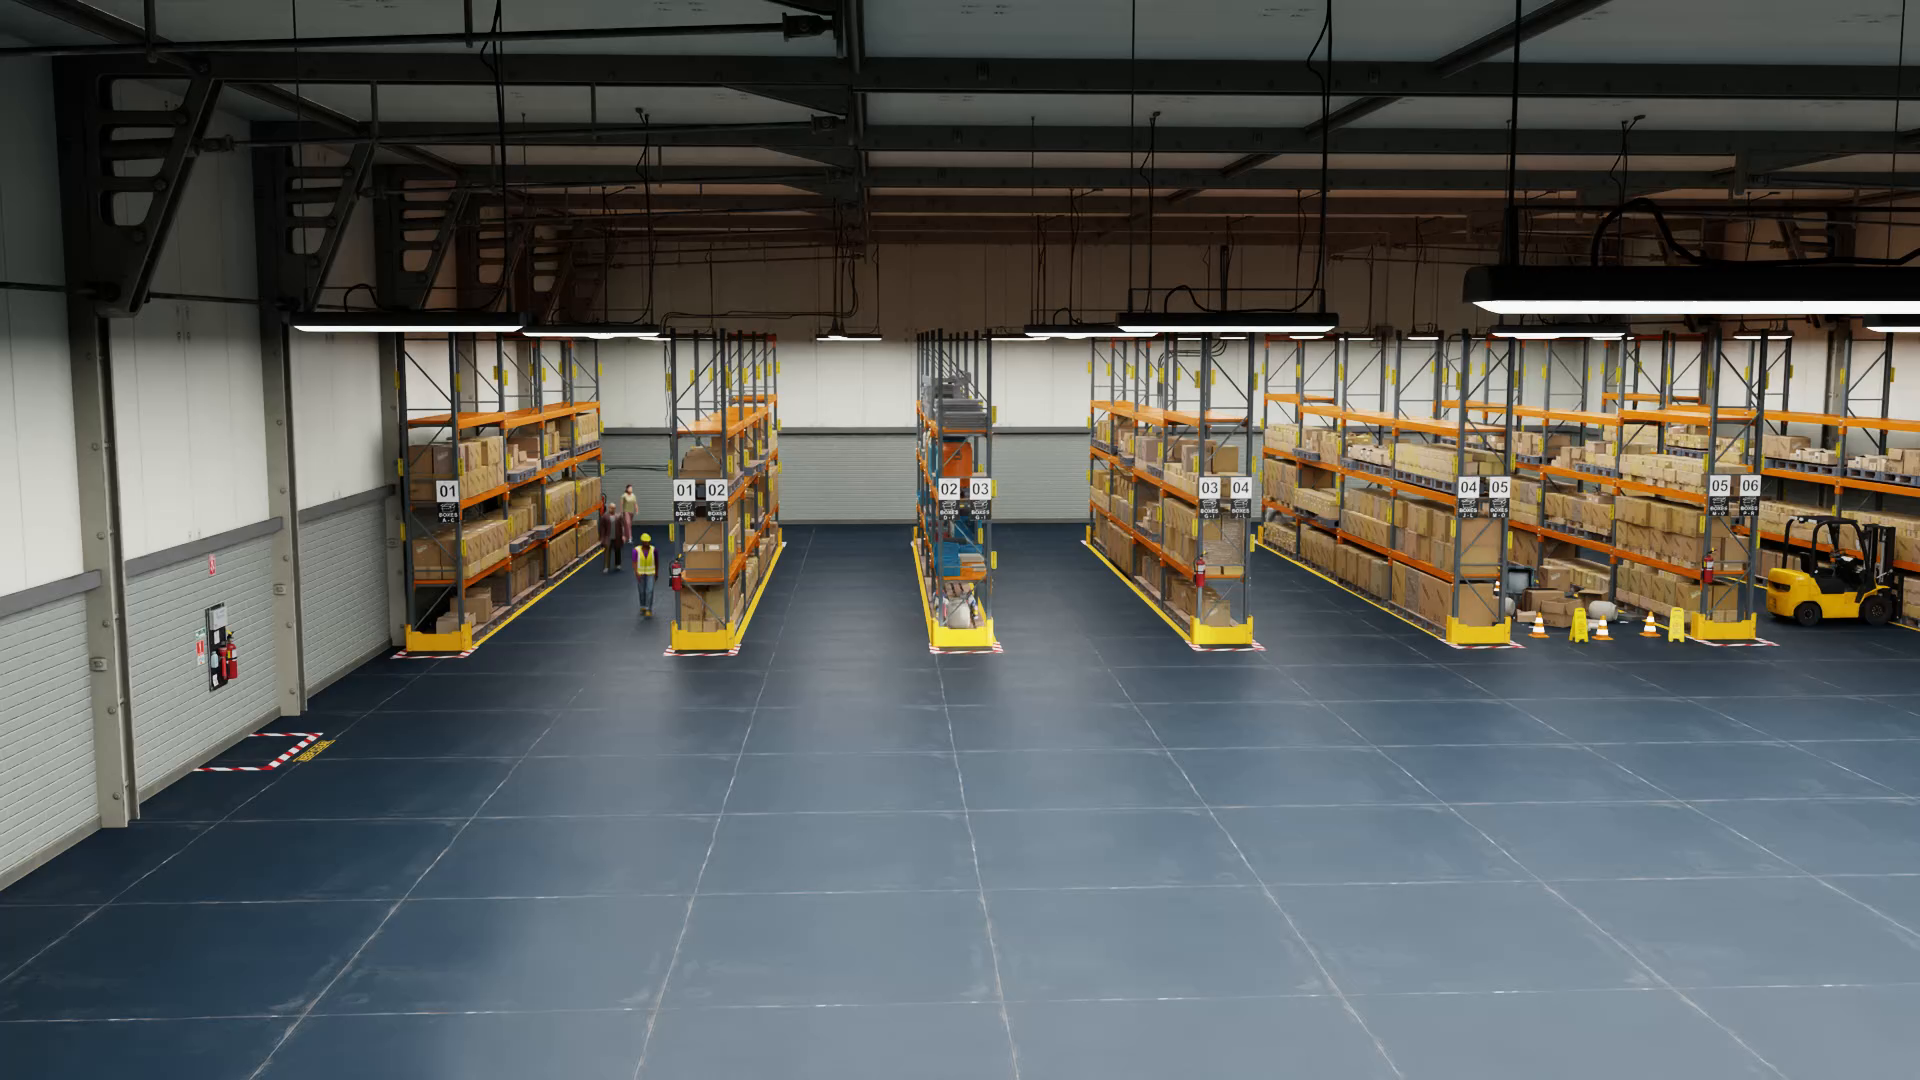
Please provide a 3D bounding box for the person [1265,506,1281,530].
[{"bbox_3d":[9.223,-0.909,48.967,0.968,1.734,0.554,-1,7,-10],"label":"person"}]

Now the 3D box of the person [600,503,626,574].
[{"bbox_3d":[-8.691,-0.064,41.622,0.658,1.707,1.143,-1,7,-7],"label":"person"}]

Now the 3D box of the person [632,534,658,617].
[{"bbox_3d":[-6.645,0.720,35.142,0.562,1.709,0.974,-2,7,-13],"label":"person"}]

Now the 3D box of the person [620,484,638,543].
[{"bbox_3d":[-9.606,-0.772,48.255,0.485,1.683,0.860,-5,8,-37],"label":"person"}]
